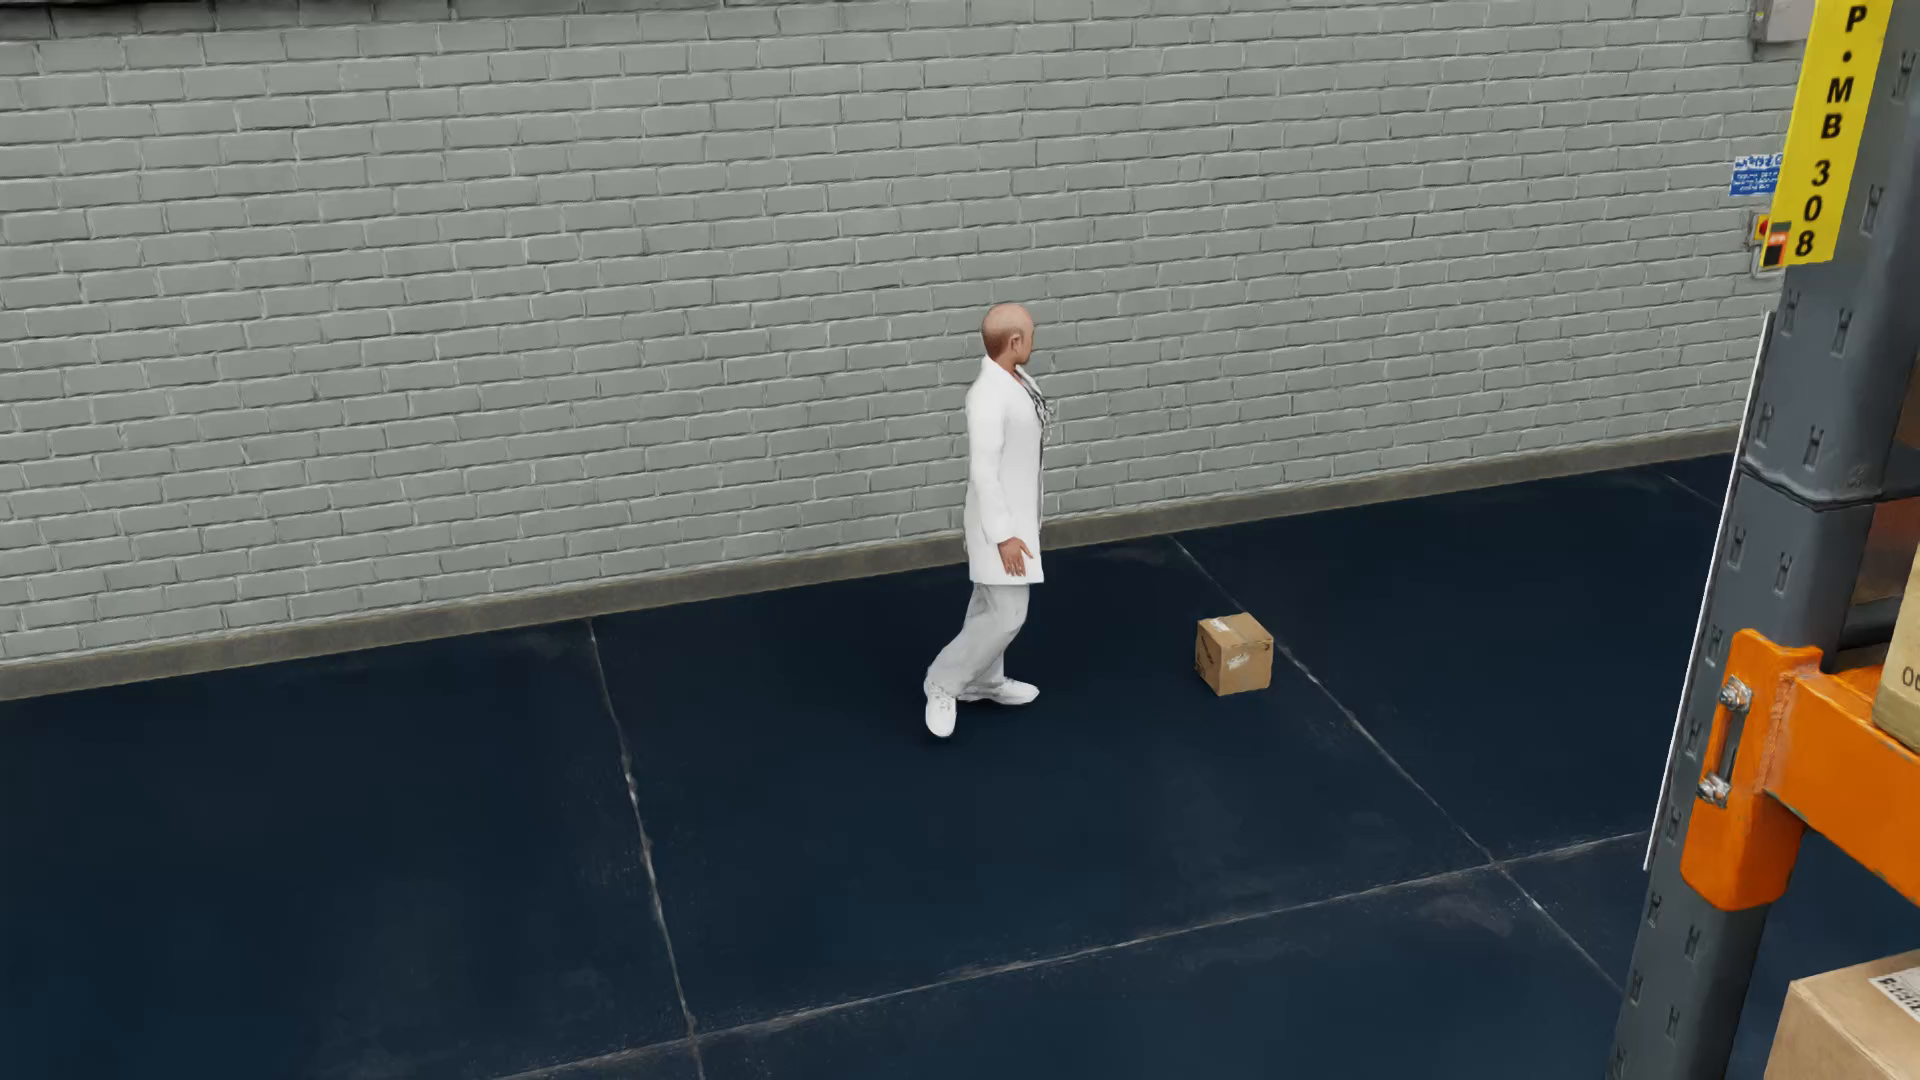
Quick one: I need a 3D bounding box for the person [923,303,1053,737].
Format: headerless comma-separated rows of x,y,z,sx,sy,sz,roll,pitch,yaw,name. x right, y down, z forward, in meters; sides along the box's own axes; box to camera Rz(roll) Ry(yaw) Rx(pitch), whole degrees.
0.117,-0.079,6.750,0.514,1.771,0.768,6,27,12,person
